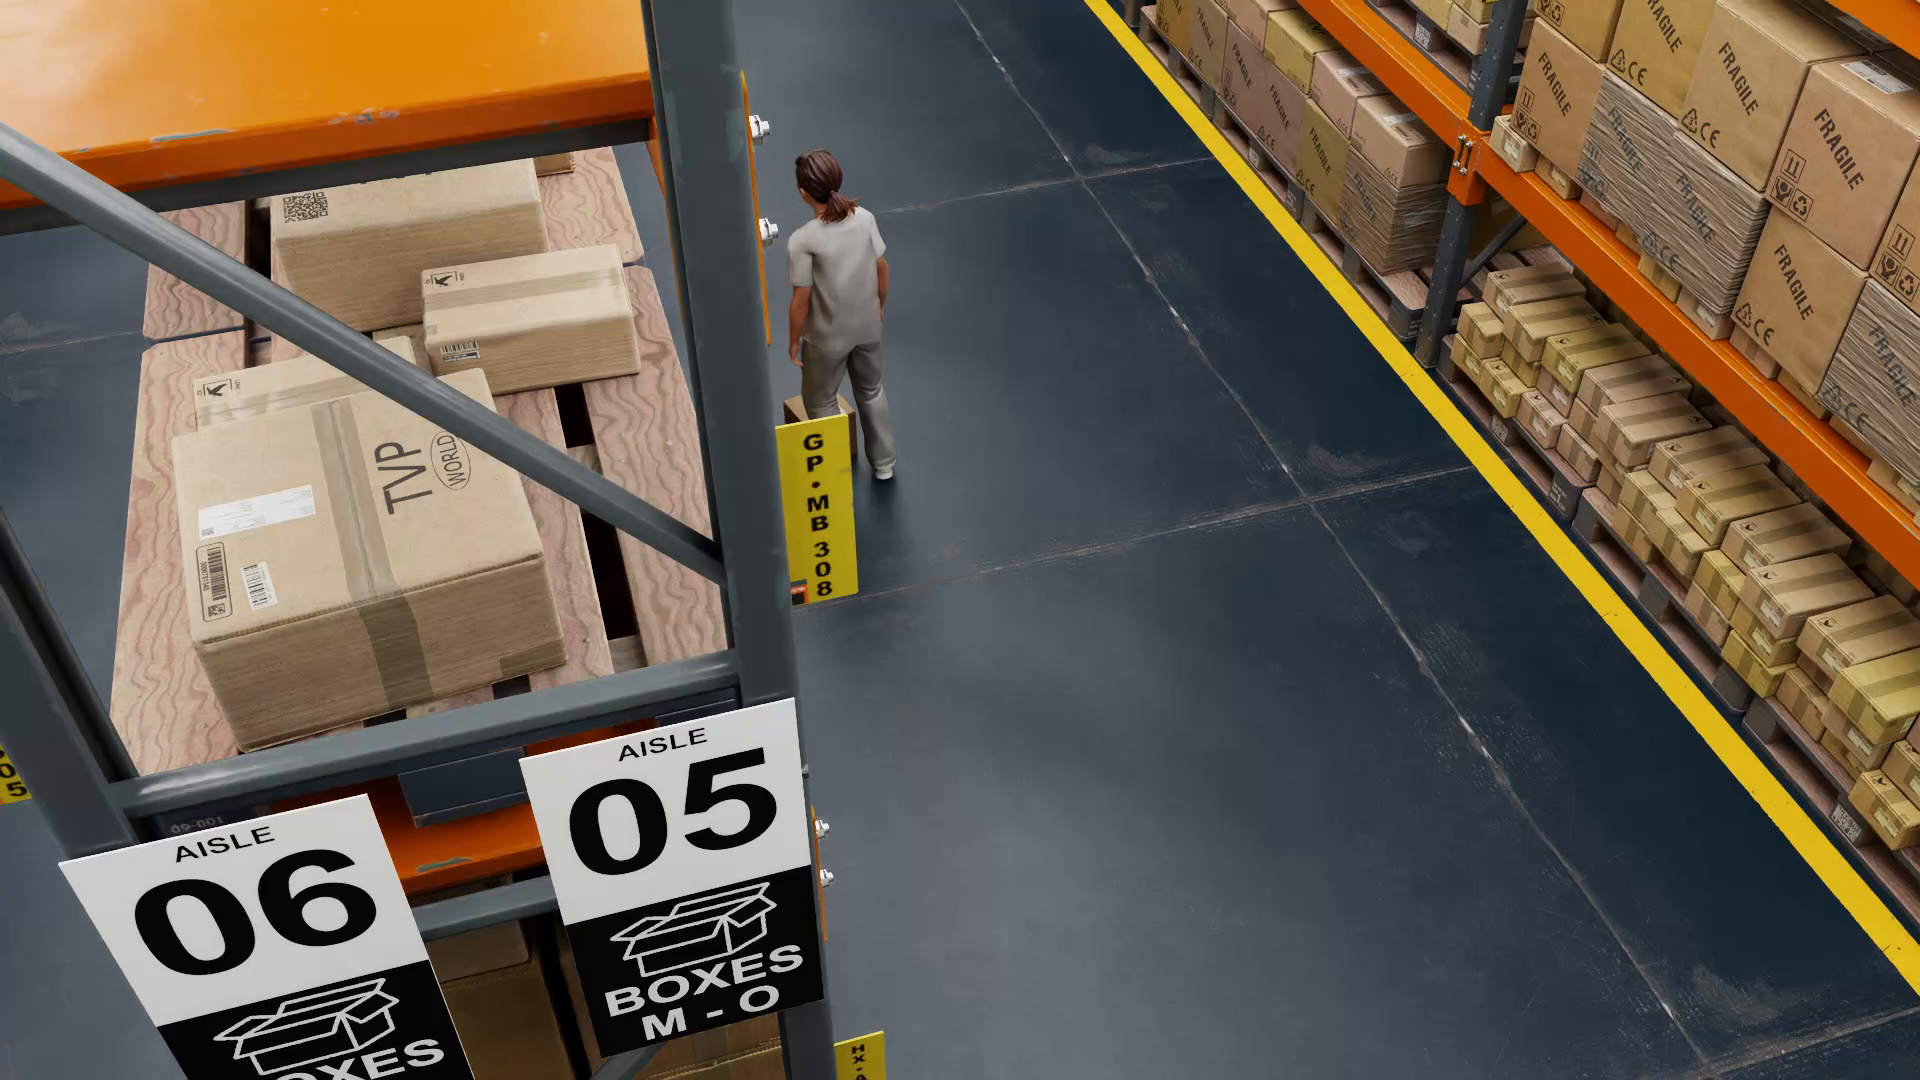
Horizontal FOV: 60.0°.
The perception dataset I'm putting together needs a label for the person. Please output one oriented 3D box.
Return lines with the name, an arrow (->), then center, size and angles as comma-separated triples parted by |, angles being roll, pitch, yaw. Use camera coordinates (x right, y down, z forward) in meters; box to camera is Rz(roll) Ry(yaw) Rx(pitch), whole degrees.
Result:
person -> -0.518, -0.912, 7.161 | 0.508, 1.671, 0.362 | -25, 48, -24
